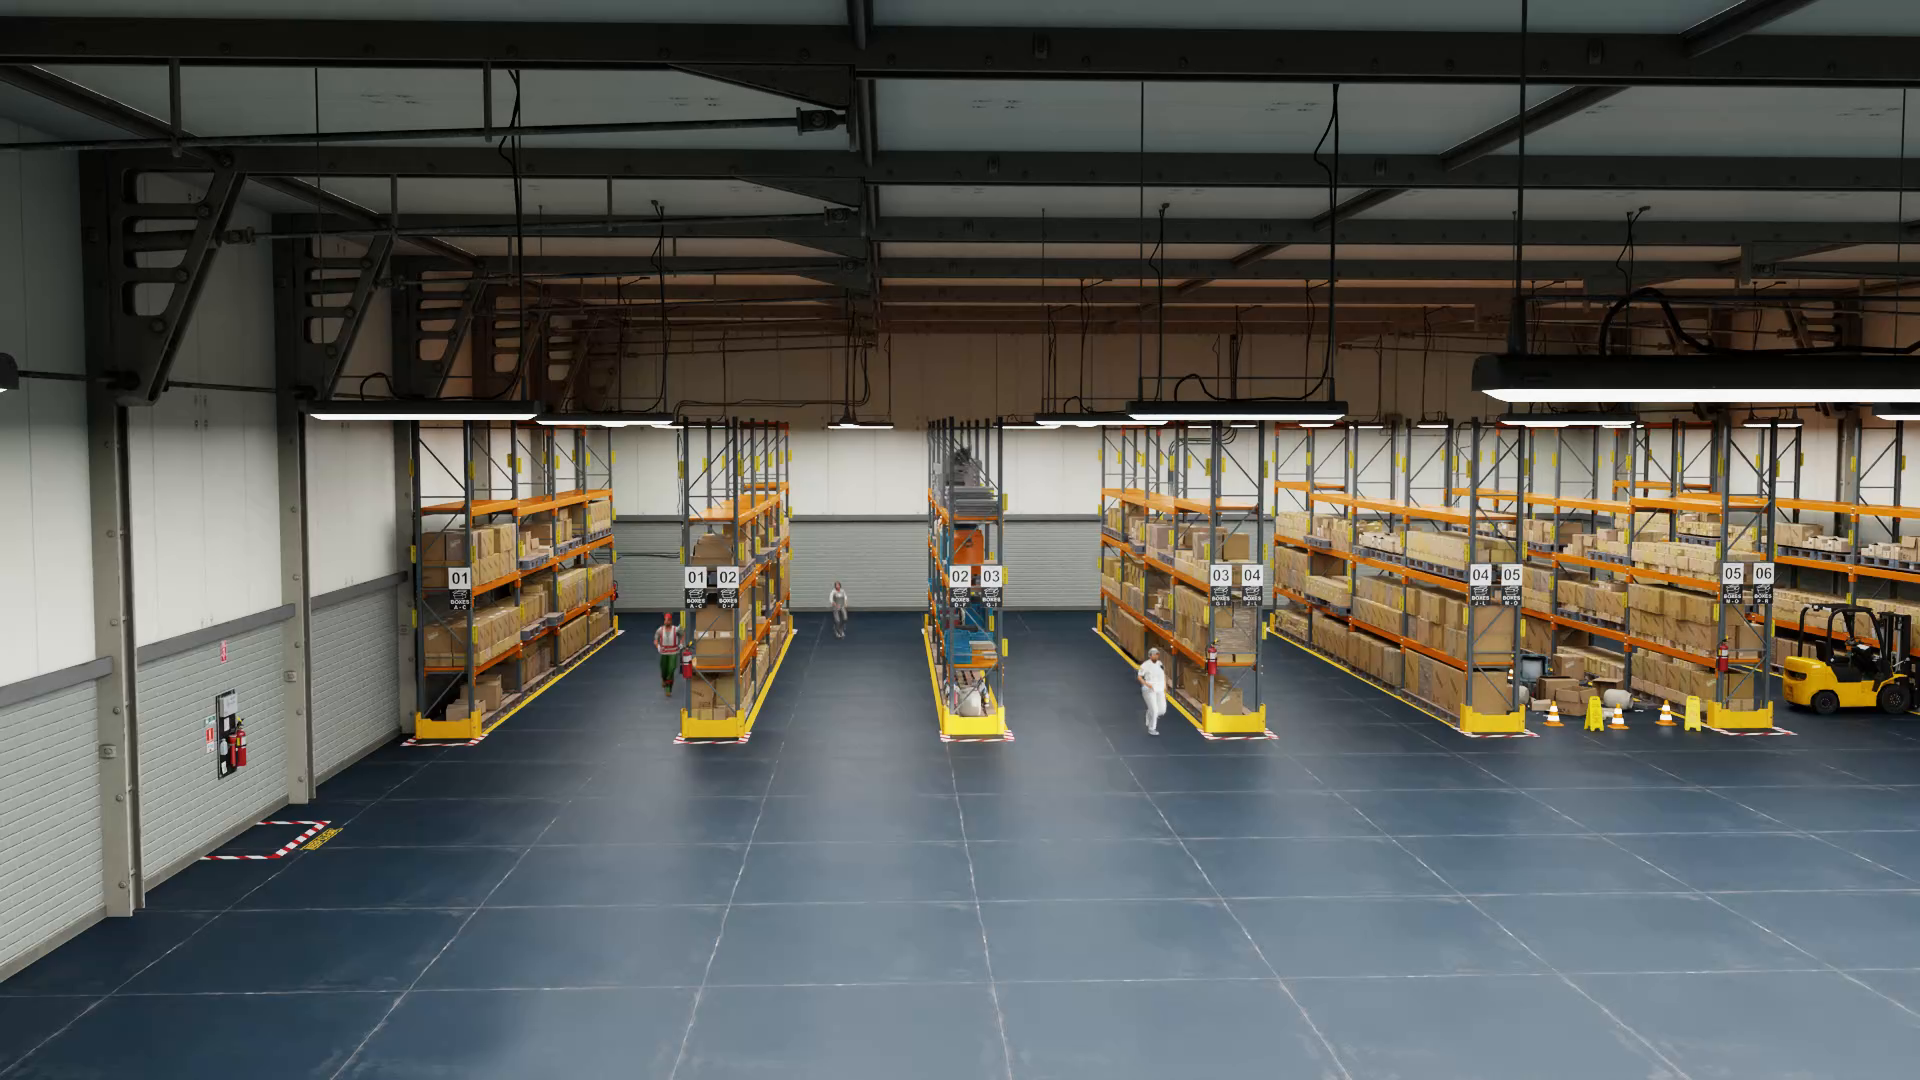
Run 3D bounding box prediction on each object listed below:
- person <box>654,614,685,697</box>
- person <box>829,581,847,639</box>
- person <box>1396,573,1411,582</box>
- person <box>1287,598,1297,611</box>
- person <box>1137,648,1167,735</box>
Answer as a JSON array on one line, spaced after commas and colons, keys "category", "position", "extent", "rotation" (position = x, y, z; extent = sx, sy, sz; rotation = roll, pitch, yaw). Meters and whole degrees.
[{"category": "person", "position": [-6.334, 2.487, 36.209], "extent": [0.643, 1.779, 0.868], "rotation": [0, 4, -3]}, {"category": "person", "position": [-3.362, 1.932, 46.071], "extent": [0.557, 1.595, 0.600], "rotation": [-1, 4, -22]}, {"category": "person", "position": [13.423, 1.698, 49.319], "extent": [1.022, 1.652, 0.705], "rotation": [0, 4, 7]}, {"category": "person", "position": [9.828, 1.697, 49.182], "extent": [0.688, 1.712, 0.802], "rotation": [2, 4, 33]}, {"category": "person", "position": [3.652, 2.852, 31.544], "extent": [0.630, 1.624, 0.559], "rotation": [-2, 4, -28]}]
